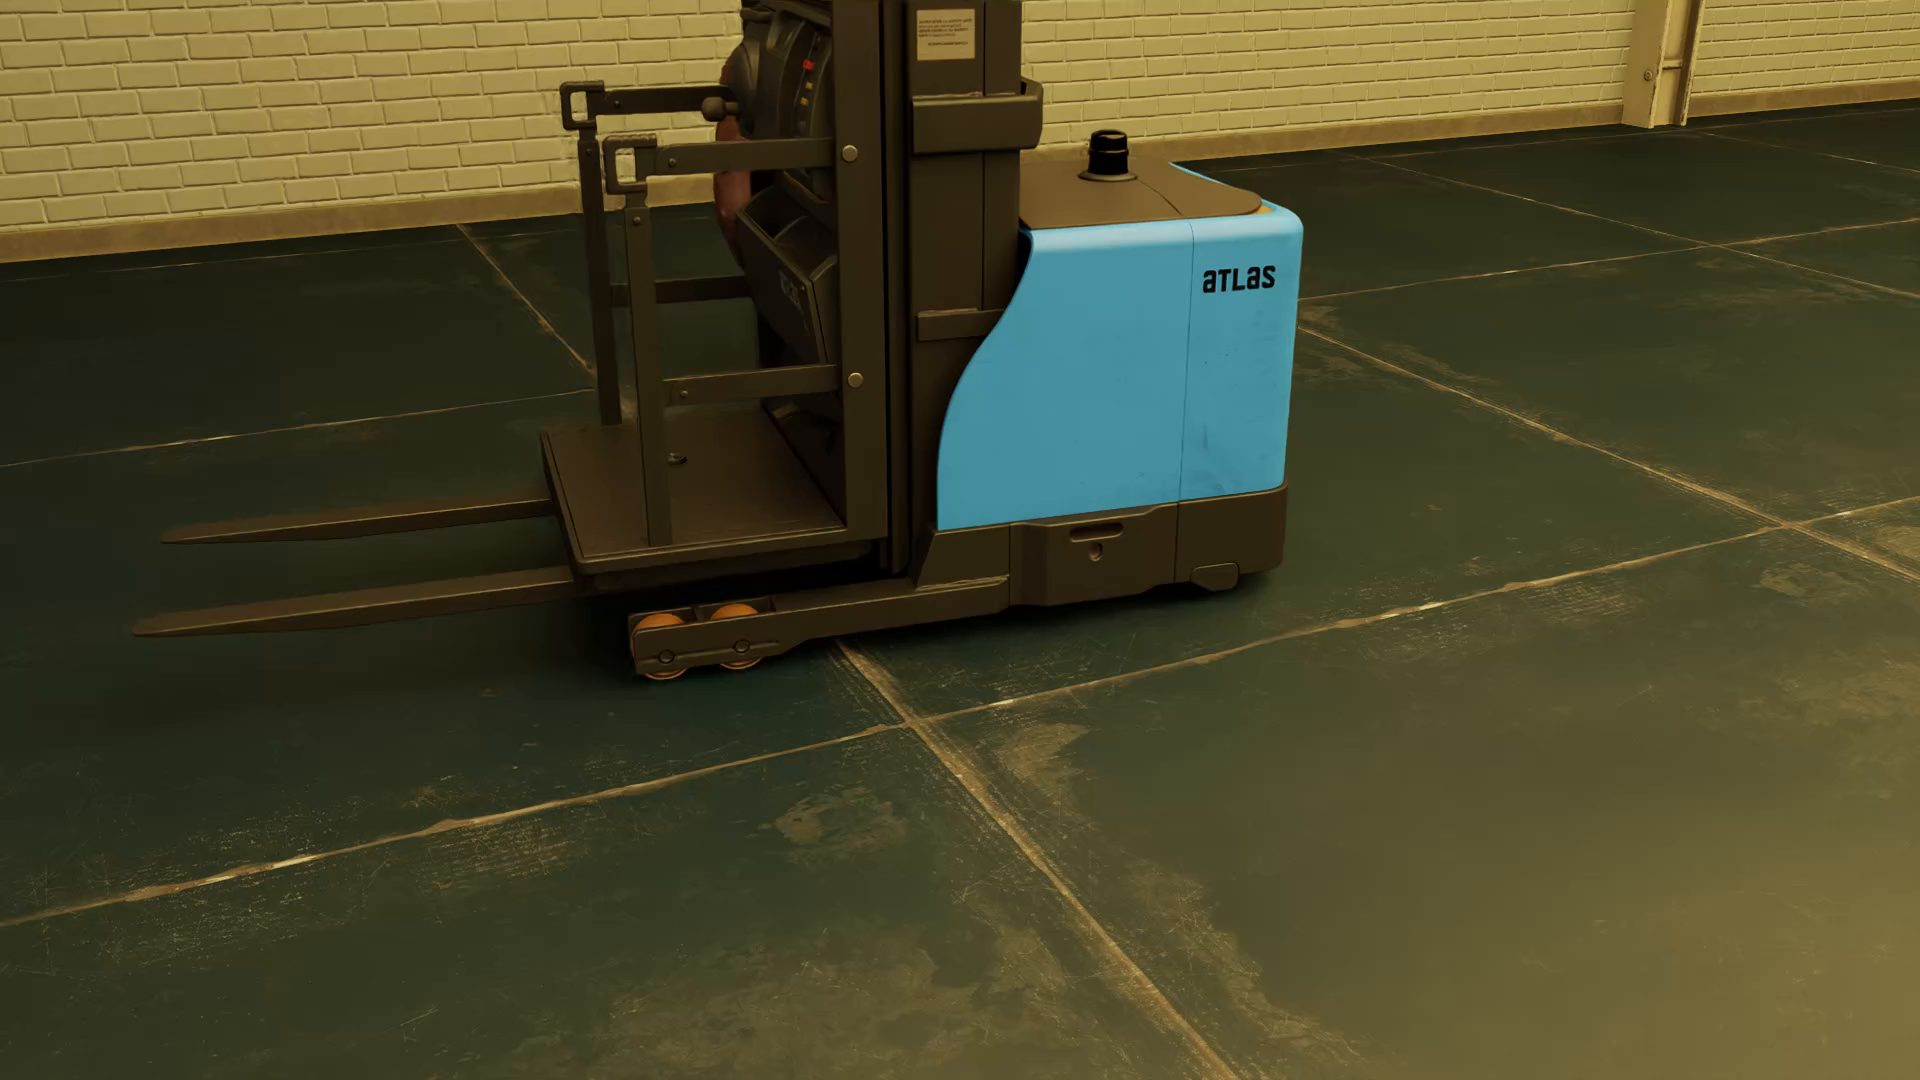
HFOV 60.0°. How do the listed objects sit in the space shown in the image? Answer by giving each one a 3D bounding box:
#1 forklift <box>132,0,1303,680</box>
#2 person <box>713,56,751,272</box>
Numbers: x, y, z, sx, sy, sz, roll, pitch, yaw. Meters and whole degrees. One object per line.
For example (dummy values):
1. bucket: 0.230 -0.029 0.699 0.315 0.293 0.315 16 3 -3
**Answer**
1. forklift: -0.646 -1.223 4.229 3.031 2.935 1.130 -7 24 -17
2. person: -0.520 -1.434 6.637 0.875 1.522 1.185 10 25 23
